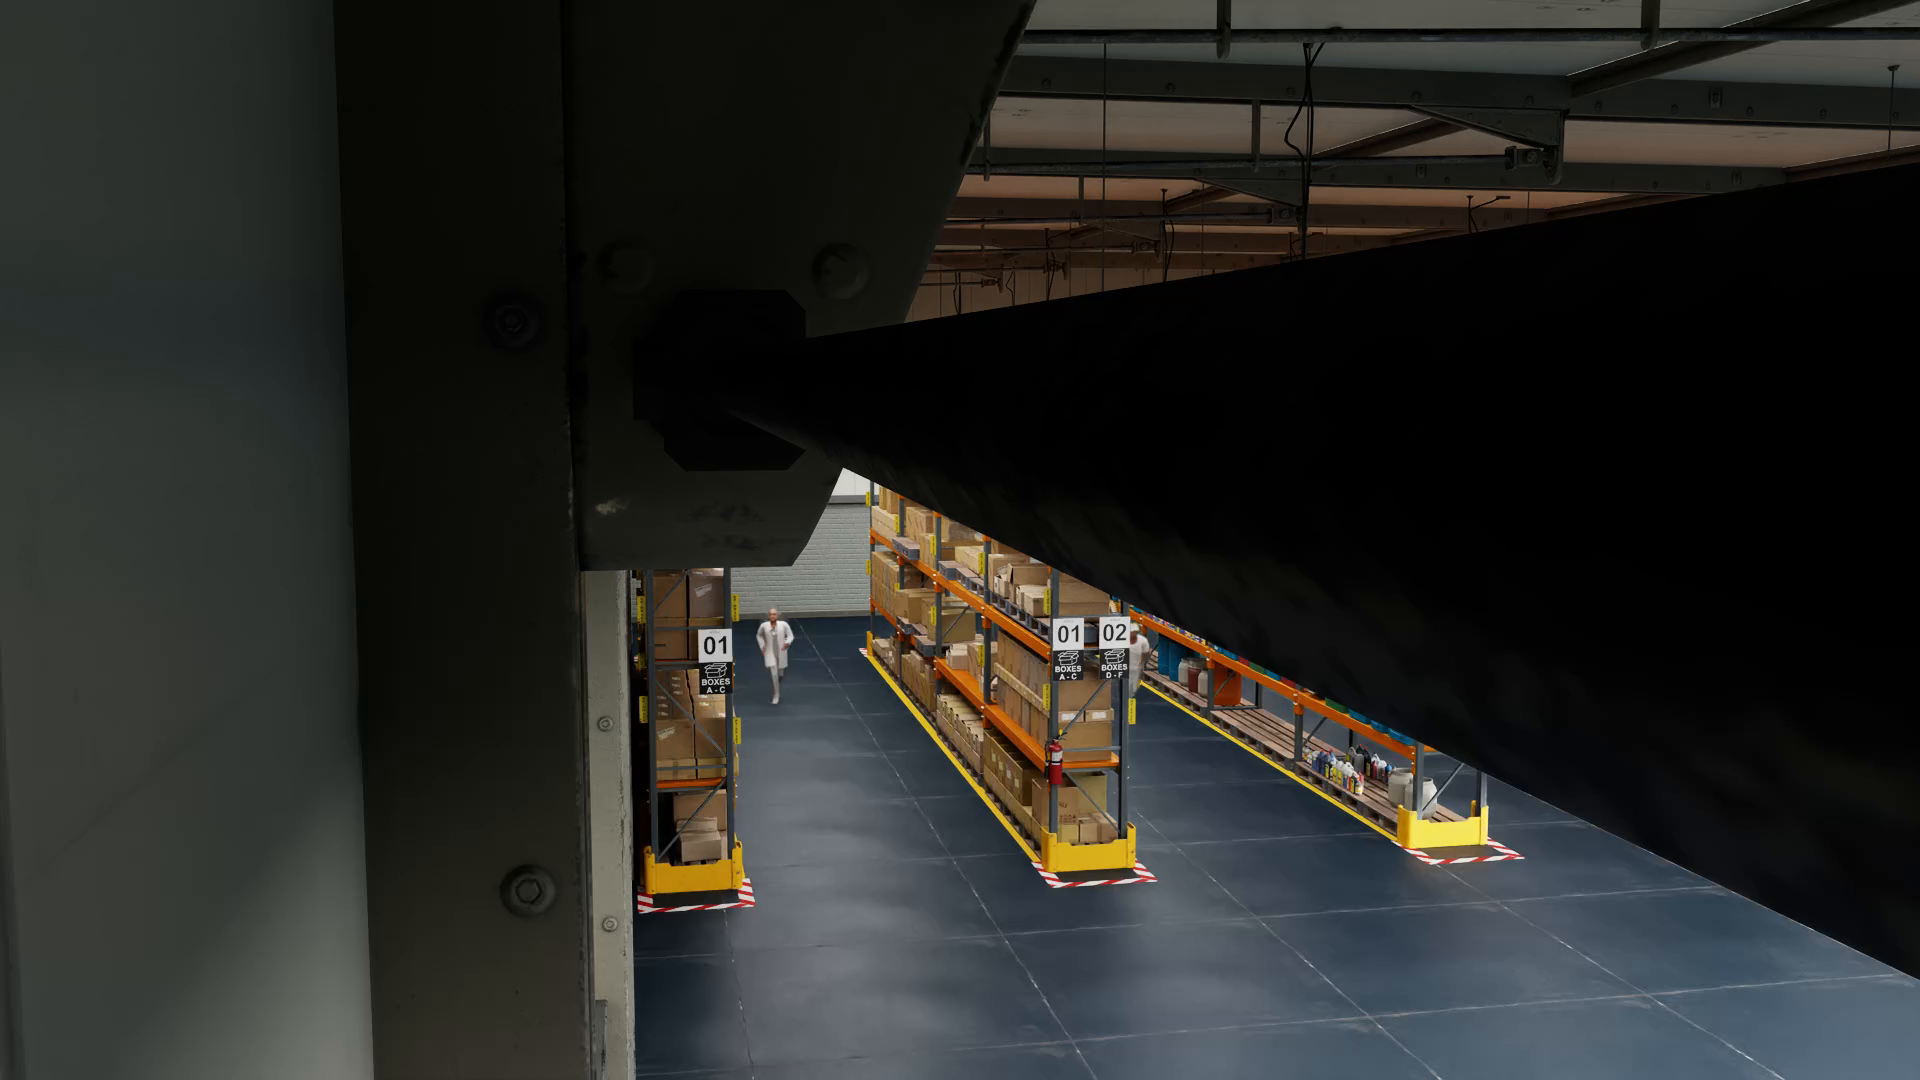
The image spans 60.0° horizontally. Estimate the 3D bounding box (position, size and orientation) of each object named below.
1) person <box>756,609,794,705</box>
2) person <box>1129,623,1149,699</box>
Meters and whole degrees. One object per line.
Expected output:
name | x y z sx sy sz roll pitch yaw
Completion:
person | -3.500 2.180 31.502 0.705 1.772 0.836 -1 6 -9
person | 3.100 2.329 30.118 0.663 1.695 0.692 -1 6 -9
